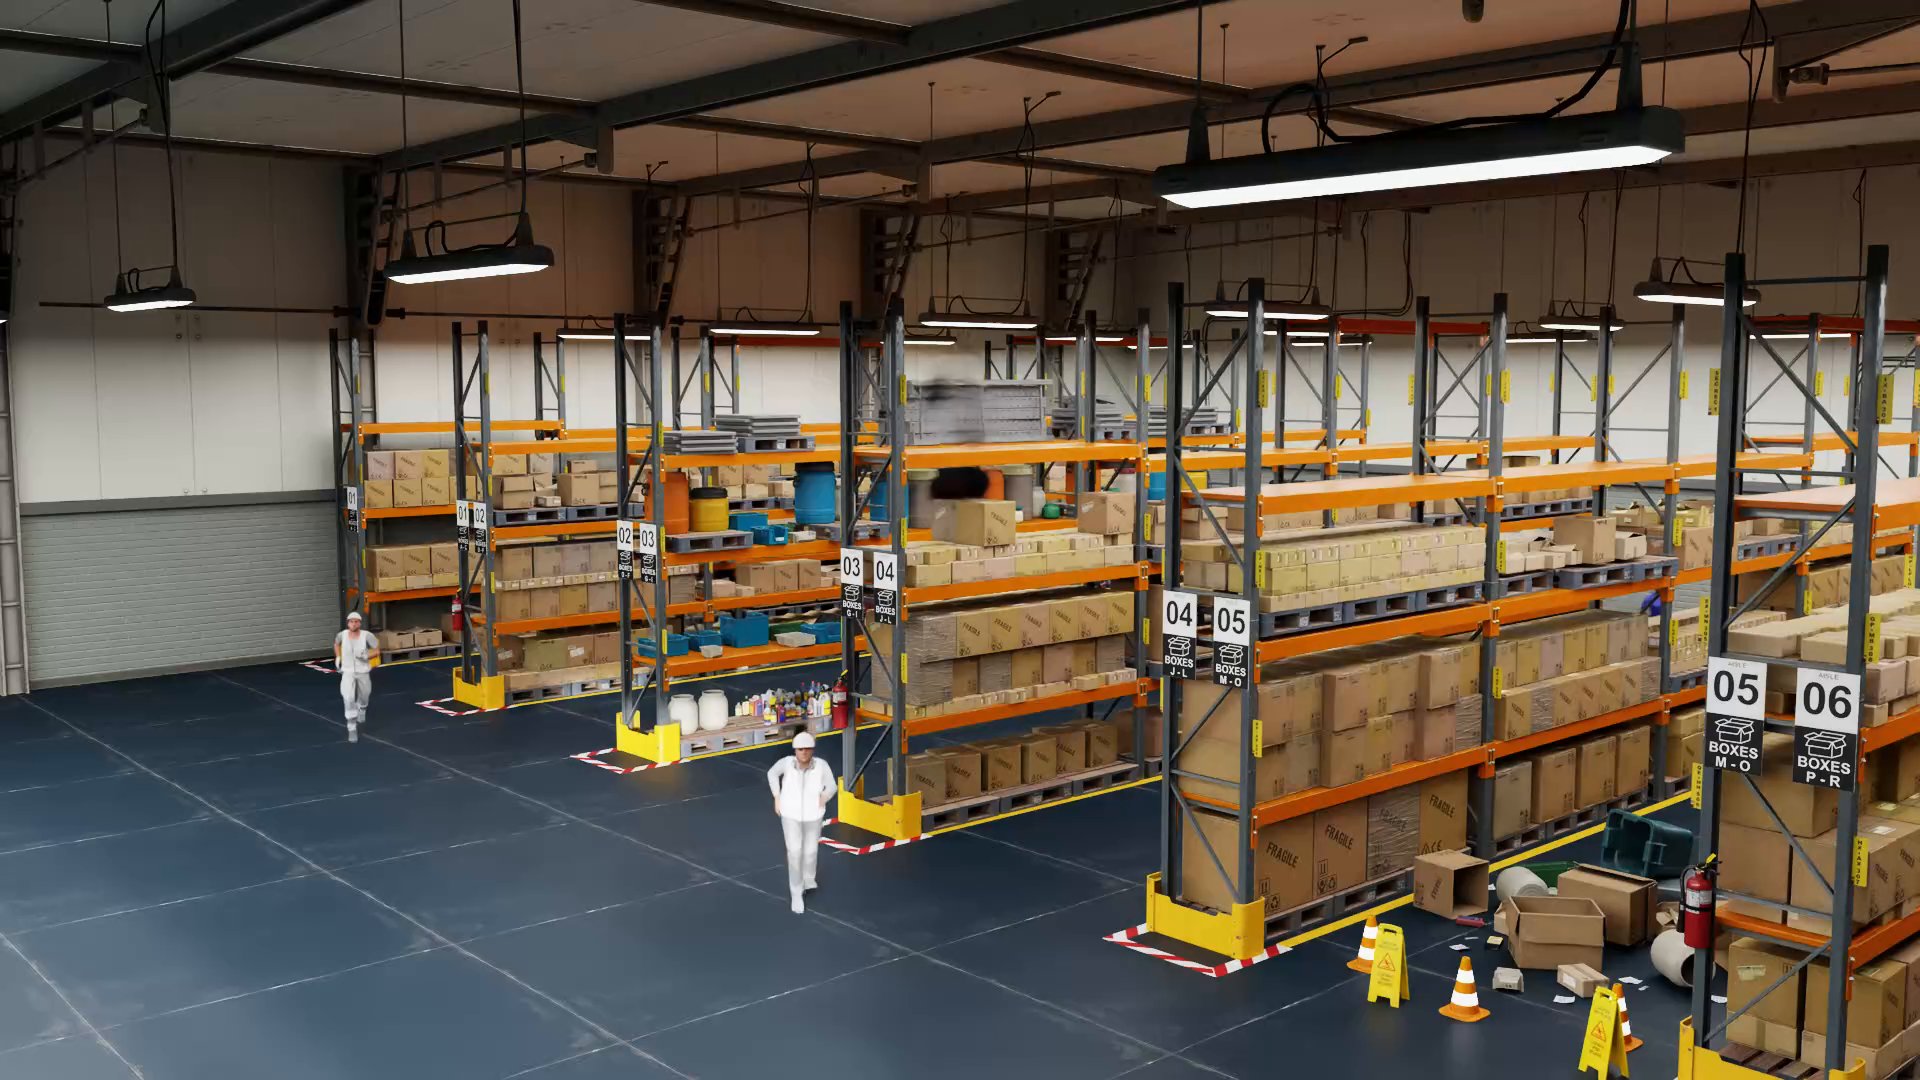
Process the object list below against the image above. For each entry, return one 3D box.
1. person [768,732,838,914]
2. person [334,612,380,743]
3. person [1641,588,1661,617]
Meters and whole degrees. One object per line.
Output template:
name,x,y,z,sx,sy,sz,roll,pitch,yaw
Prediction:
person,-1.539,2.710,16.309,0.677,1.770,0.913,-1,6,-8
person,-8.647,1.935,23.893,0.624,1.837,1.057,-2,6,-19
person,12.158,1.535,29.042,0.616,1.710,0.707,-1,6,-6
